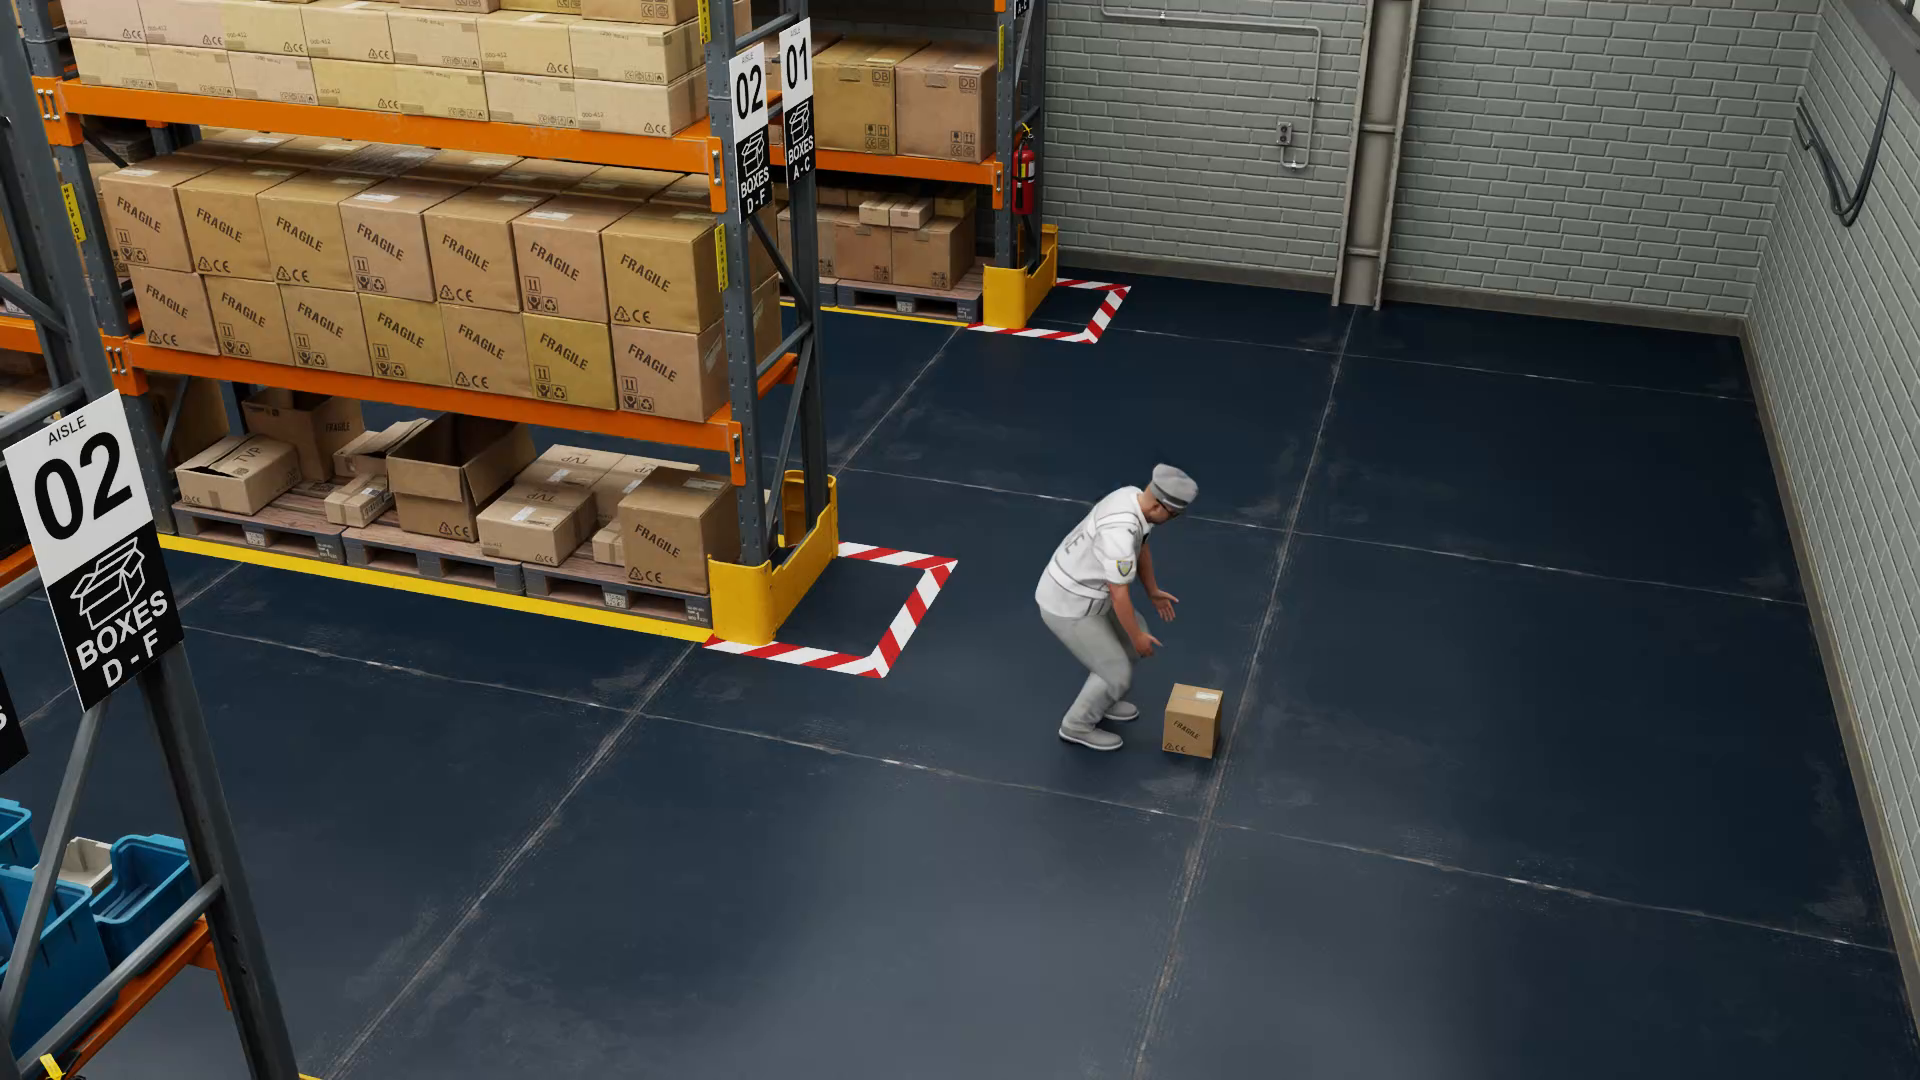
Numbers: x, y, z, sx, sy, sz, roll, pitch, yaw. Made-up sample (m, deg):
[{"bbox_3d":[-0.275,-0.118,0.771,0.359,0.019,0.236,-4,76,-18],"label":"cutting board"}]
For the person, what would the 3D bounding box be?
[{"bbox_3d":[0.764,0.299,8.237,0.751,1.496,0.588,9,30,15],"label":"person"}]
